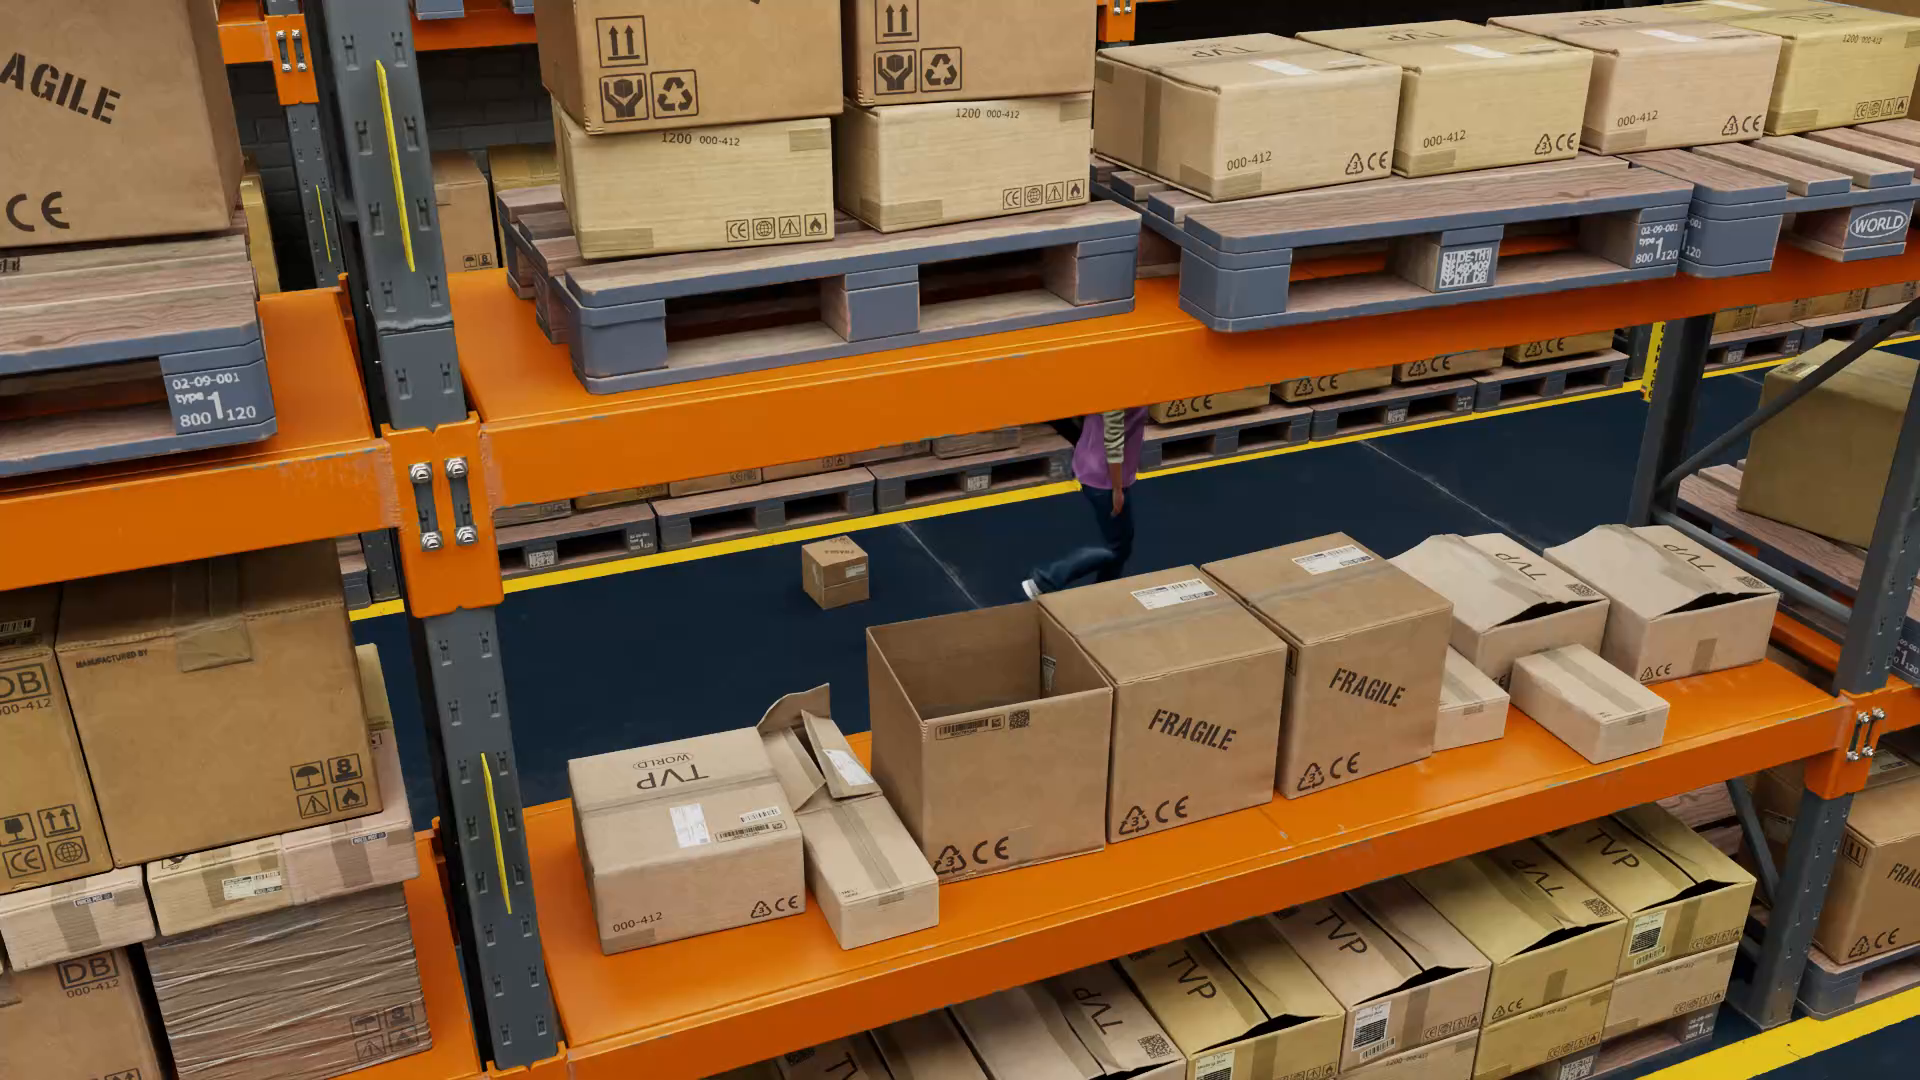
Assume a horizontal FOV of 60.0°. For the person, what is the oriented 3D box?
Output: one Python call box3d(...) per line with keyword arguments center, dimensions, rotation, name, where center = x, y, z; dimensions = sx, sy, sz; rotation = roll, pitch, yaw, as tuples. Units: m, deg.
box3d(center=(0.611, -0.287, 7.665), dimensions=(0.660, 1.578, 0.424), rotation=(-4, 27, -7), name="person")
